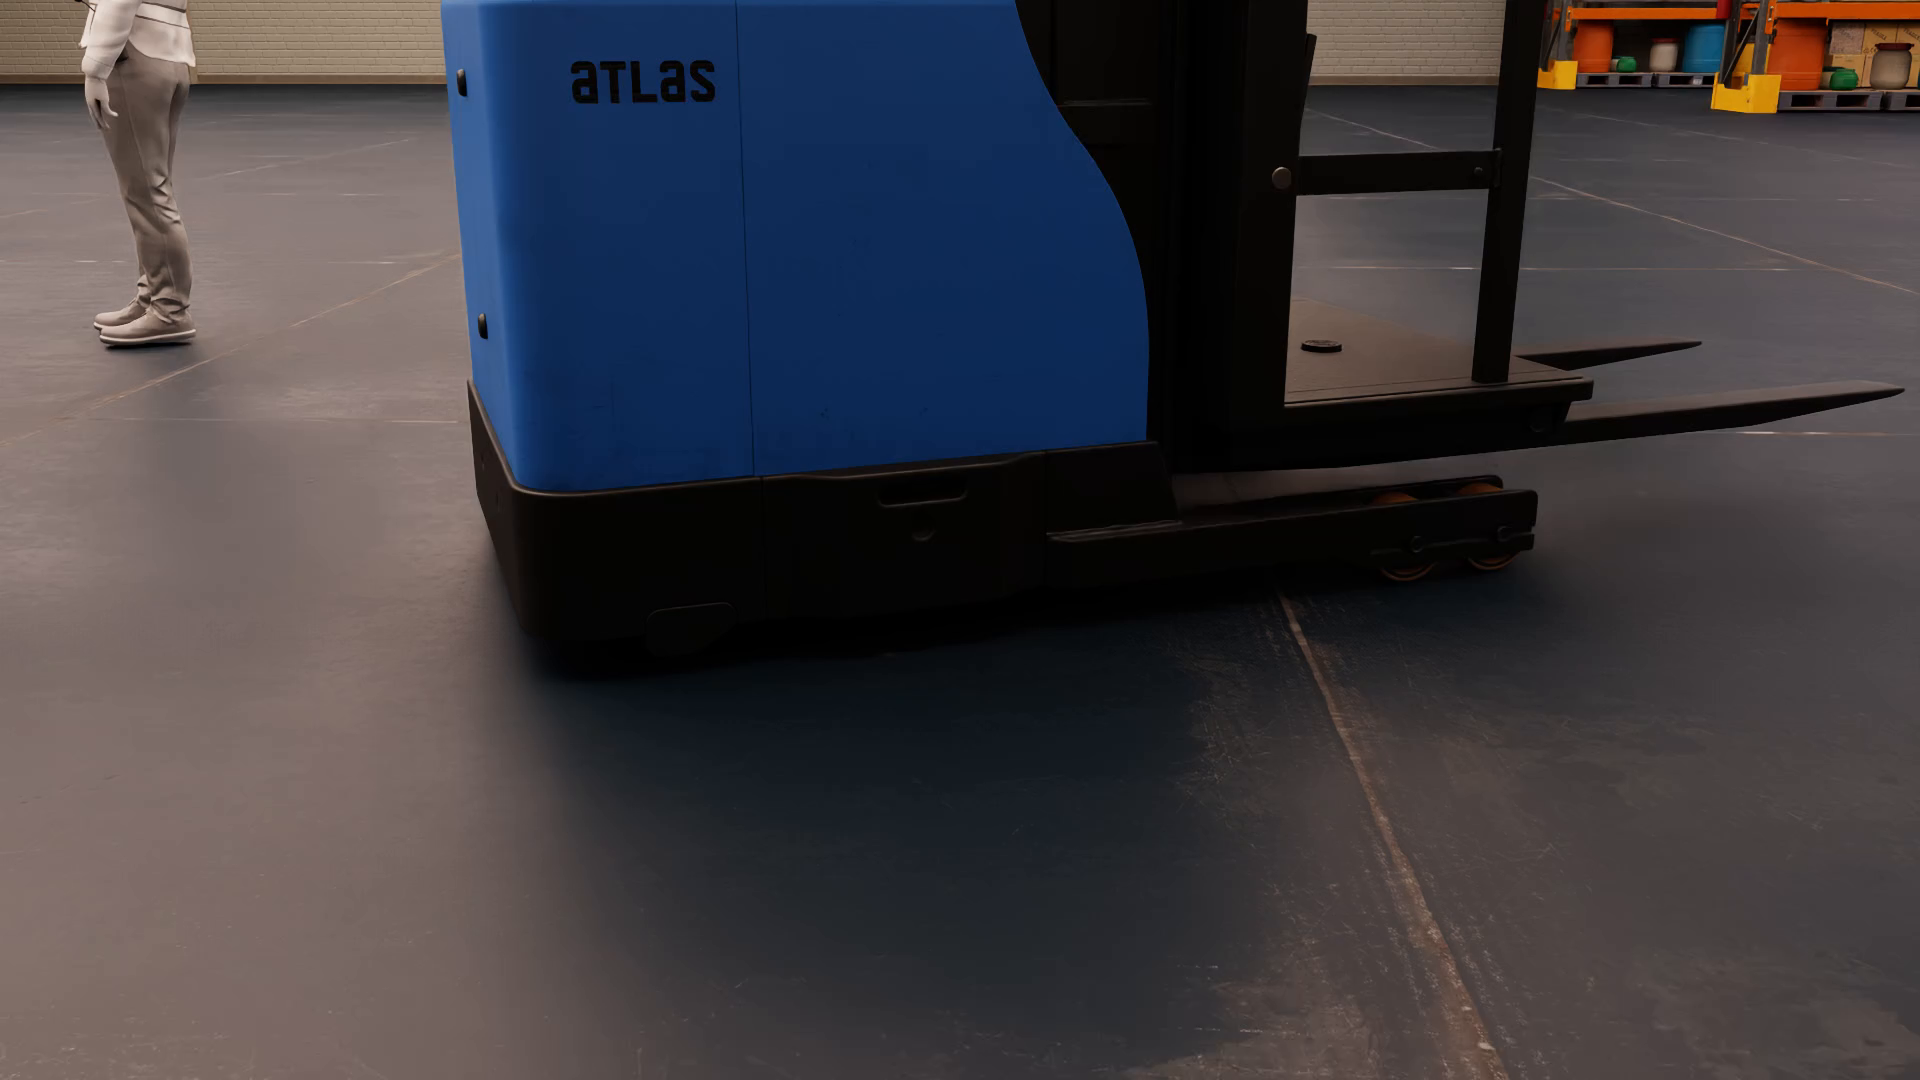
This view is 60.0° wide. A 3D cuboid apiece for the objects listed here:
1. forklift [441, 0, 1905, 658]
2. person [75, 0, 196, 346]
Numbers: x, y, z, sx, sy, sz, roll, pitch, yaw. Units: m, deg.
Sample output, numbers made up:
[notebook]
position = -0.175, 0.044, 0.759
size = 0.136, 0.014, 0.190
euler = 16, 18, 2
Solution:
[forklift]
position = 0.571, -1.462, 3.137
size = 3.031, 2.935, 1.130
euler = -6, 18, -19
[person]
position = -2.636, -1.461, 5.194
size = 0.529, 1.694, 0.588
euler = -2, 17, -7
